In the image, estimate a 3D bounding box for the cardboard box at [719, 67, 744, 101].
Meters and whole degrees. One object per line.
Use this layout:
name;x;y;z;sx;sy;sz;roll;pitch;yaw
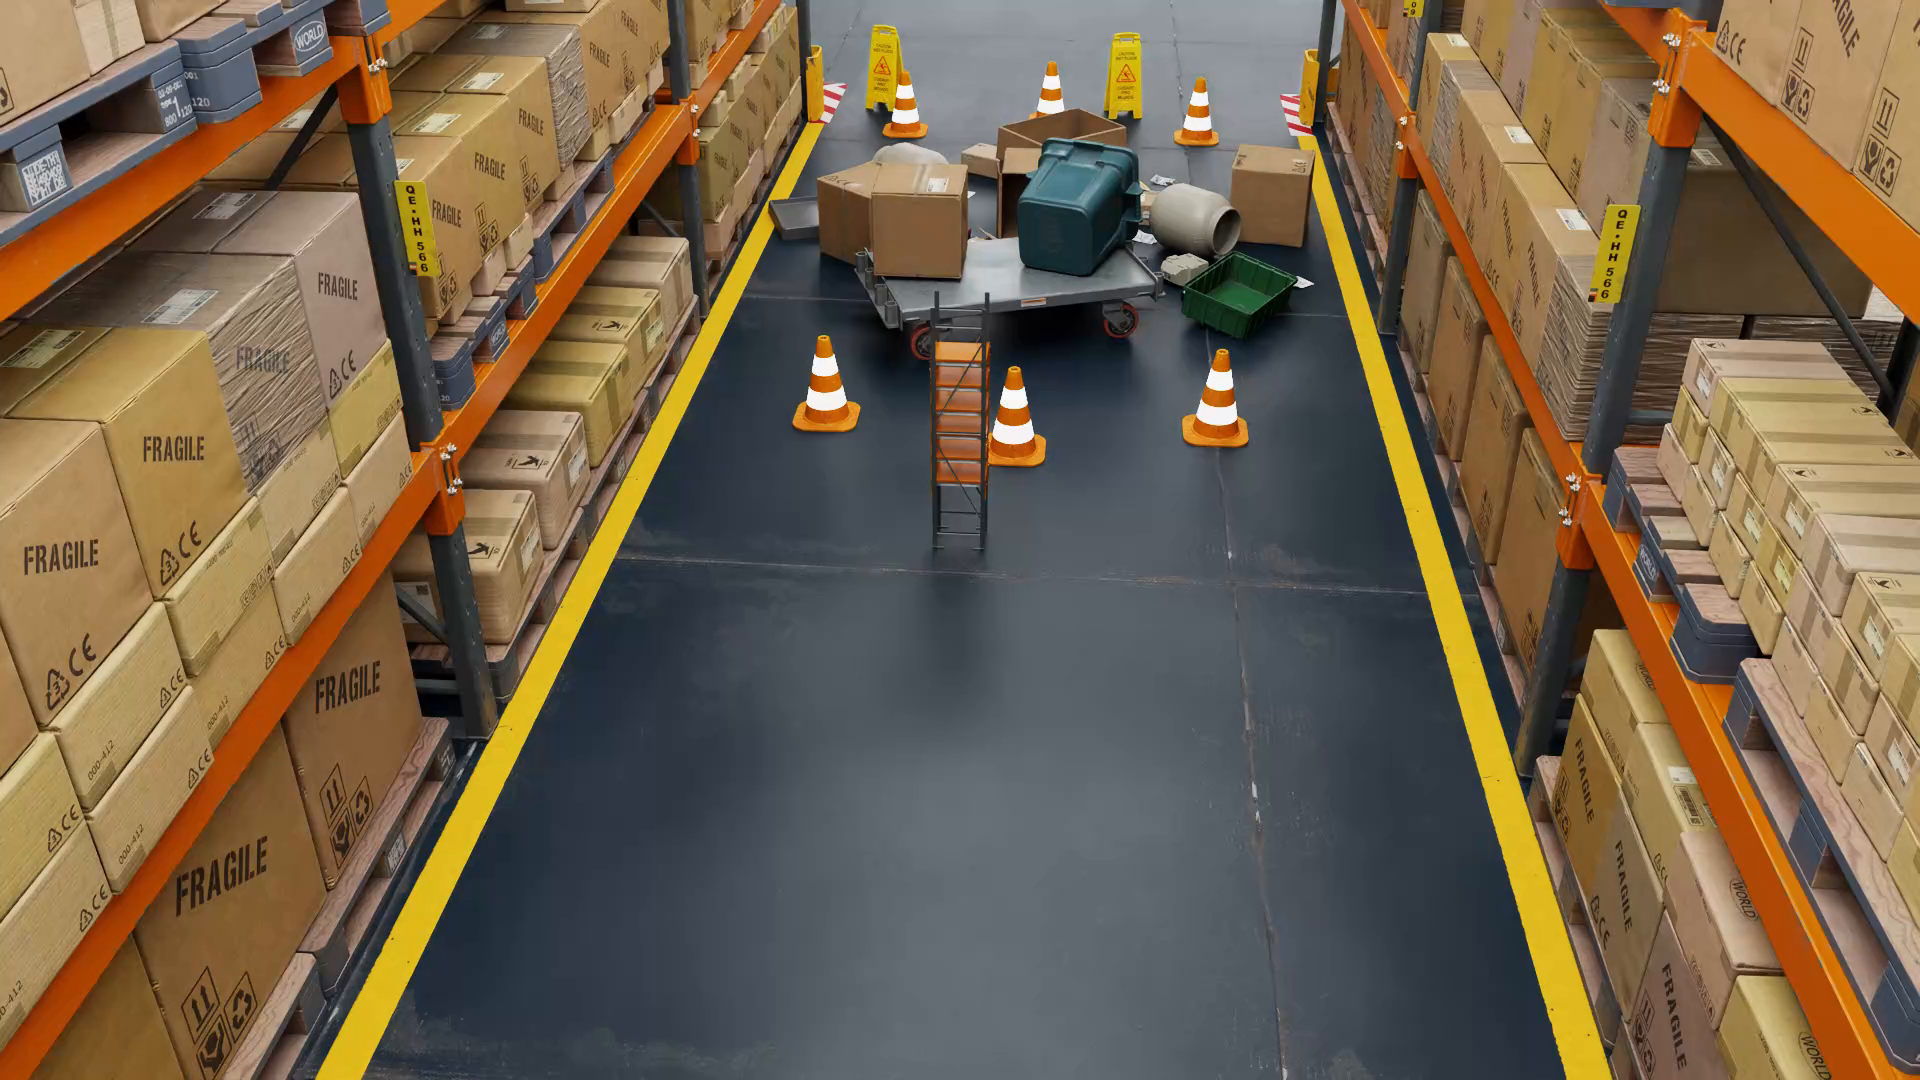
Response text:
cardboard box;-1.572;-2.868;10.432;0.380;0.149;0.250;4;32;6

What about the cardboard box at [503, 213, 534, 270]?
cardboard box;-1.946;-1.209;6.691;0.380;0.149;0.250;3;32;4

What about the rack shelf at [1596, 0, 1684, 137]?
rack shelf;2.779;-2.402;6.615;1.077;0.370;4.000;2;32;4

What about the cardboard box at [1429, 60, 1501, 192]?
cardboard box;2.591;-1.992;8.028;0.500;0.500;0.500;3;32;4

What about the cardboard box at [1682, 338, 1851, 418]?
cardboard box;2.386;-0.475;4.934;0.380;0.149;0.250;3;32;4

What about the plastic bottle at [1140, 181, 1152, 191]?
plastic bottle;1.263;-2.438;11.648;0.133;0.061;0.283;-8;33;-13

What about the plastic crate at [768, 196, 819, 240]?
plastic crate;-1.054;-2.179;11.209;0.402;0.080;0.583;-8;33;-13

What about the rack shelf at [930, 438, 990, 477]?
rack shelf;0.001;-0.378;7.534;0.258;0.103;0.180;2;32;4

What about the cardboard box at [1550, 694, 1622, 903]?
cardboard box;2.305;0.859;5.480;0.500;0.500;0.500;1;32;2

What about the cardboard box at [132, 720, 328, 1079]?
cardboard box;-2.541;1.005;4.884;0.875;0.875;0.875;3;32;5

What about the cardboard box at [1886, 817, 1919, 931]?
cardboard box;2.229;0.737;3.535;0.380;0.149;0.250;4;32;6

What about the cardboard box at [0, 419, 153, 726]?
cardboard box;-2.236;0.061;3.743;0.500;0.500;0.500;2;32;3

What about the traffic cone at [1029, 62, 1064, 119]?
traffic cone;0.711;-3.498;12.985;0.336;0.463;0.334;2;32;4

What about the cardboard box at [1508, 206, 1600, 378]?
cardboard box;2.428;-0.936;6.314;0.500;0.500;0.500;2;32;4

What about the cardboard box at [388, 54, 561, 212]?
cardboard box;-1.986;-1.668;6.819;0.500;0.500;0.500;3;32;5

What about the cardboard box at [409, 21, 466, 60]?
cardboard box;-2.449;-1.962;7.295;0.500;0.500;0.500;1;32;2

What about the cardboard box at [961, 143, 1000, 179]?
cardboard box;0.233;-2.742;12.058;0.380;0.149;0.250;20;37;29

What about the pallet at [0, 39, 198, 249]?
pallet;-2.413;-0.817;3.537;1.003;0.211;1.213;4;32;6

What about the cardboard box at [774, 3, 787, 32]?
cardboard box;-1.442;-3.706;11.792;0.380;0.149;0.250;3;32;5

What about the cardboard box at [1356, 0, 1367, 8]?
cardboard box;3.089;-3.861;11.013;0.875;0.550;0.550;2;32;4

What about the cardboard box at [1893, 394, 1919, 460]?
cardboard box;3.030;-0.306;4.944;0.380;0.149;0.250;3;32;5

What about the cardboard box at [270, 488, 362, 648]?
cardboard box;-2.133;0.063;4.932;0.500;0.250;0.500;3;32;5

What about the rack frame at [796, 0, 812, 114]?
rack frame;-1.674;-4.727;12.562;1.000;3.000;0.127;2;32;4

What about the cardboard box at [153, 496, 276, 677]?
cardboard box;-2.171;0.108;4.382;0.500;0.250;0.500;2;32;3

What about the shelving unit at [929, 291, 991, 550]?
shelving unit;0.001;-0.518;7.447;0.258;1.200;0.189;2;32;4

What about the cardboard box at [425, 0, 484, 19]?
cardboard box;-2.376;-2.457;7.480;0.380;0.149;0.250;4;32;7

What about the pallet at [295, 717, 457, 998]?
pallet;-2.464;1.052;5.842;1.003;0.211;1.213;2;32;4

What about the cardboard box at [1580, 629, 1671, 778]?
cardboard box;2.319;0.531;5.297;0.500;0.250;0.500;1;32;2

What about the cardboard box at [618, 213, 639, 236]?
cardboard box;-2.219;-1.965;10.299;0.500;0.250;0.500;4;32;6

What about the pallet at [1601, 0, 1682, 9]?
pallet;2.616;-1.921;5.329;1.213;0.211;1.003;4;32;6

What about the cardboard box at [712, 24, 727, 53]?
cardboard box;-1.639;-3.082;10.132;0.380;0.149;0.250;3;32;5

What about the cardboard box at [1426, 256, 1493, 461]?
cardboard box;2.899;-0.866;8.039;1.050;0.750;0.750;2;32;4

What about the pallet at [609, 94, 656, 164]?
pallet;-2.207;-2.161;8.580;1.003;0.211;1.213;2;32;4

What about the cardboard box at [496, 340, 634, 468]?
cardboard box;-2.150;-0.682;8.102;0.950;0.372;0.625;3;32;6

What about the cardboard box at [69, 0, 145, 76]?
cardboard box;-2.089;-1.208;3.719;0.396;0.266;0.258;2;32;3

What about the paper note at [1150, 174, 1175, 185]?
paper note;1.452;-2.578;11.907;0.144;0.017;0.142;14;34;21

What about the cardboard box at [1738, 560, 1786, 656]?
cardboard box;2.315;0.190;4.421;0.380;0.149;0.250;4;32;6

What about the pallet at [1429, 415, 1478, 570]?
pallet;2.858;-0.244;7.944;1.003;0.211;1.213;2;32;4

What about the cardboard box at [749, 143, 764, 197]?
cardboard box;-1.610;-2.498;11.165;0.500;0.250;0.500;2;32;3

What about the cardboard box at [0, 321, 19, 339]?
cardboard box;-2.697;-0.235;4.224;0.500;0.500;0.500;3;32;5

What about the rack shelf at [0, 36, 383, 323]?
rack shelf;-2.488;-0.469;3.479;1.077;0.370;4.000;2;32;4

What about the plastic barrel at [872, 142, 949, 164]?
plastic barrel;-0.333;-2.486;11.380;0.512;0.421;0.421;27;41;37

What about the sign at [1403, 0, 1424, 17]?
sign;2.389;-2.902;8.700;0.100;0.325;0.005;2;32;4

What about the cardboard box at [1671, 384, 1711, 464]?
cardboard box;2.377;-0.340;4.998;0.380;0.149;0.250;4;32;6

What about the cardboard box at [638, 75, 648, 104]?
cardboard box;-1.805;-2.290;8.445;0.380;0.149;0.250;2;32;3

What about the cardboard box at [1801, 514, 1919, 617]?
cardboard box;2.300;0.071;4.047;0.380;0.149;0.250;4;32;6

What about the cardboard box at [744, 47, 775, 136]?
cardboard box;-1.566;-3.088;11.408;0.500;0.500;0.500;2;32;3

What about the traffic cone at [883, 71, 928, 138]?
traffic cone;-0.423;-3.367;12.773;0.336;0.463;0.334;2;32;4

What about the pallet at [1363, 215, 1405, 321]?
pallet;3.082;-1.684;10.282;1.003;0.211;1.213;2;32;4

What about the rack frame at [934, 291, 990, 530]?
rack frame;0.009;-0.566;7.525;0.240;1.200;0.006;2;32;4

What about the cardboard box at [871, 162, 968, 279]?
cardboard box;-0.223;-1.834;9.527;0.500;0.500;0.500;2;32;4

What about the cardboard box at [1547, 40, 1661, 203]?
cardboard box;2.743;-1.621;6.473;0.700;0.500;0.500;2;32;3

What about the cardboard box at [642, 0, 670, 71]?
cardboard box;-1.808;-2.732;8.546;0.500;0.500;0.500;2;32;3

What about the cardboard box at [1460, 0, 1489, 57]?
cardboard box;2.908;-2.686;8.200;0.700;0.500;0.500;2;32;3

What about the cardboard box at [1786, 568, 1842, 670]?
cardboard box;2.297;0.204;4.116;0.380;0.149;0.250;3;32;4

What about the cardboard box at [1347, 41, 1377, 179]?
cardboard box;3.209;-3.025;11.425;0.875;0.875;0.875;2;32;3

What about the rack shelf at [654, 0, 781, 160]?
rack shelf;-1.837;-3.375;11.054;1.077;0.370;4.000;2;32;4
